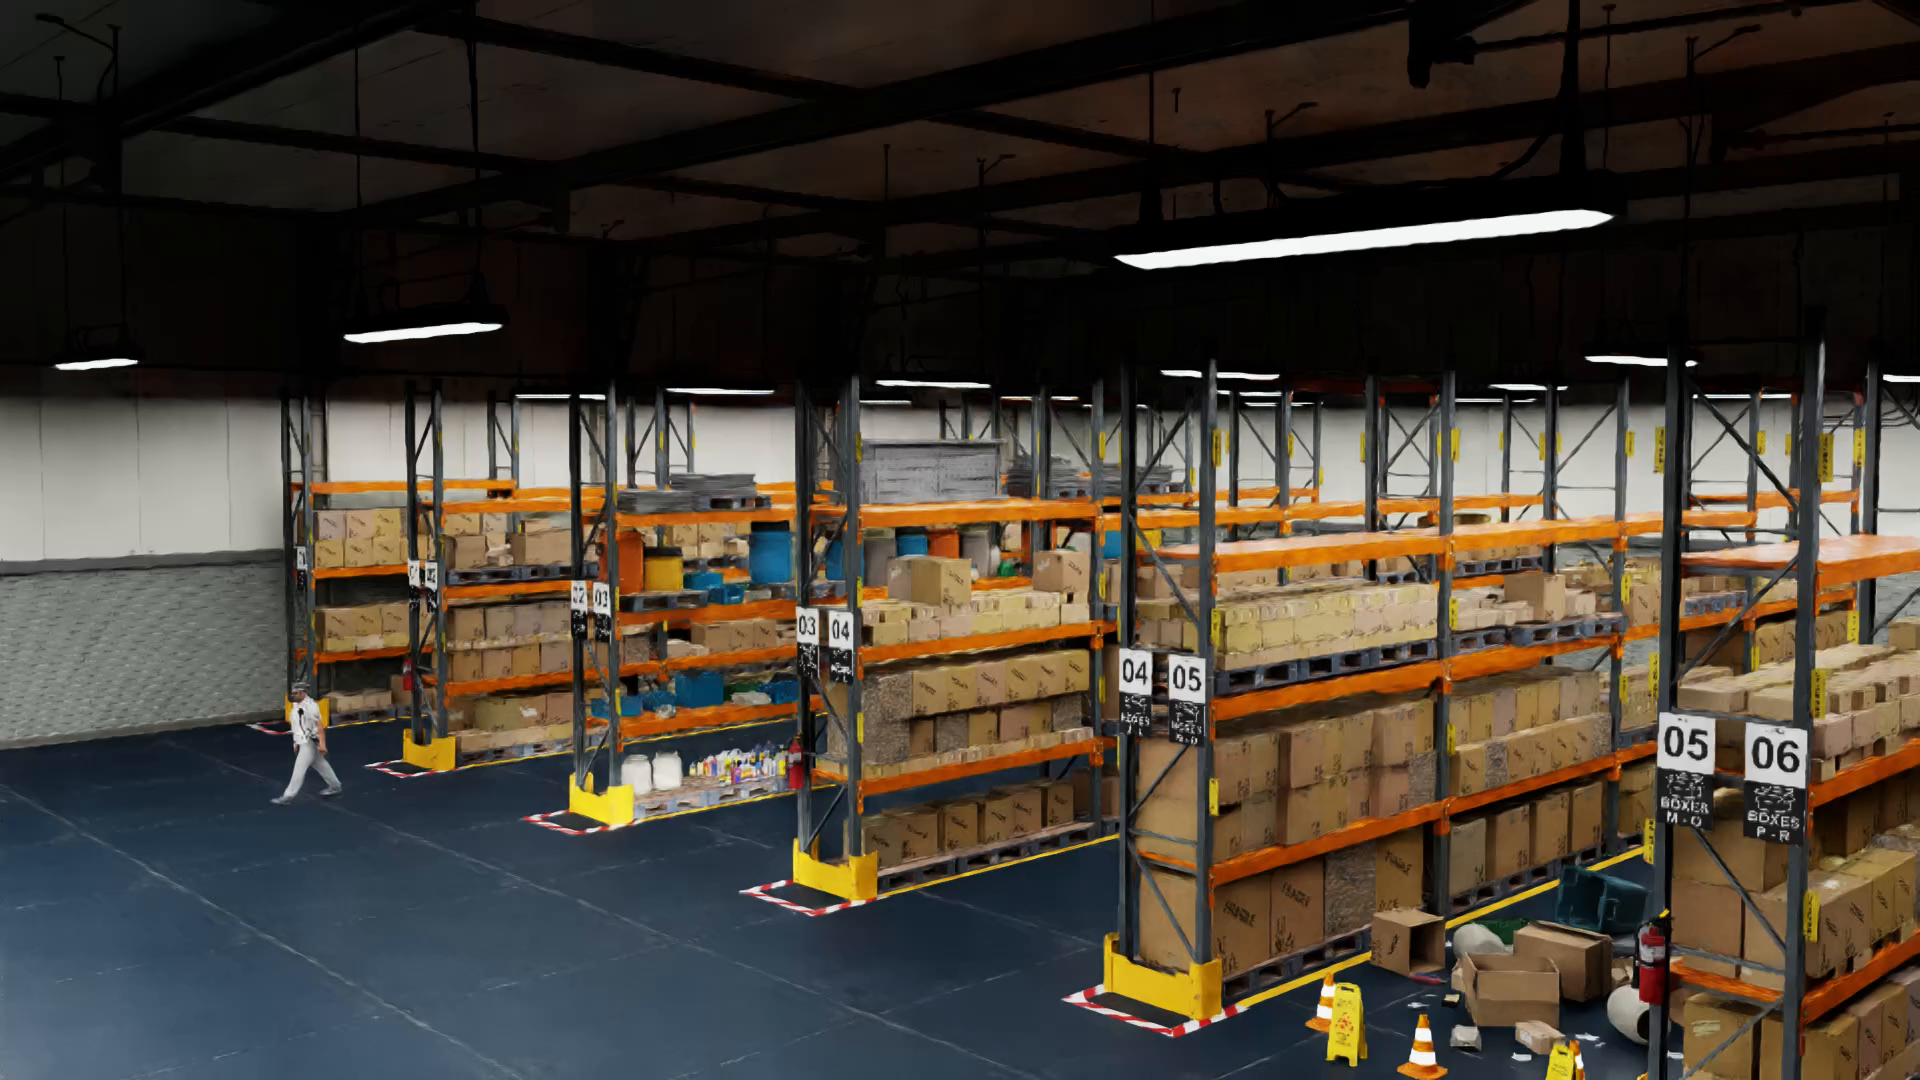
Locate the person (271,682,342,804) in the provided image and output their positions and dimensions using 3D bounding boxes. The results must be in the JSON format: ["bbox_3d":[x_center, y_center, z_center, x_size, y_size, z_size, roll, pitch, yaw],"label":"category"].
[{"bbox_3d":[-9.224,2.809,23.385,0.547,1.672,1.115,4,5,45],"label":"person"}]

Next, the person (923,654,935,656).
[{"bbox_3d":[-0.444,2.615,25.625,0.468,1.788,0.625,2,4,29],"label":"person"}]
